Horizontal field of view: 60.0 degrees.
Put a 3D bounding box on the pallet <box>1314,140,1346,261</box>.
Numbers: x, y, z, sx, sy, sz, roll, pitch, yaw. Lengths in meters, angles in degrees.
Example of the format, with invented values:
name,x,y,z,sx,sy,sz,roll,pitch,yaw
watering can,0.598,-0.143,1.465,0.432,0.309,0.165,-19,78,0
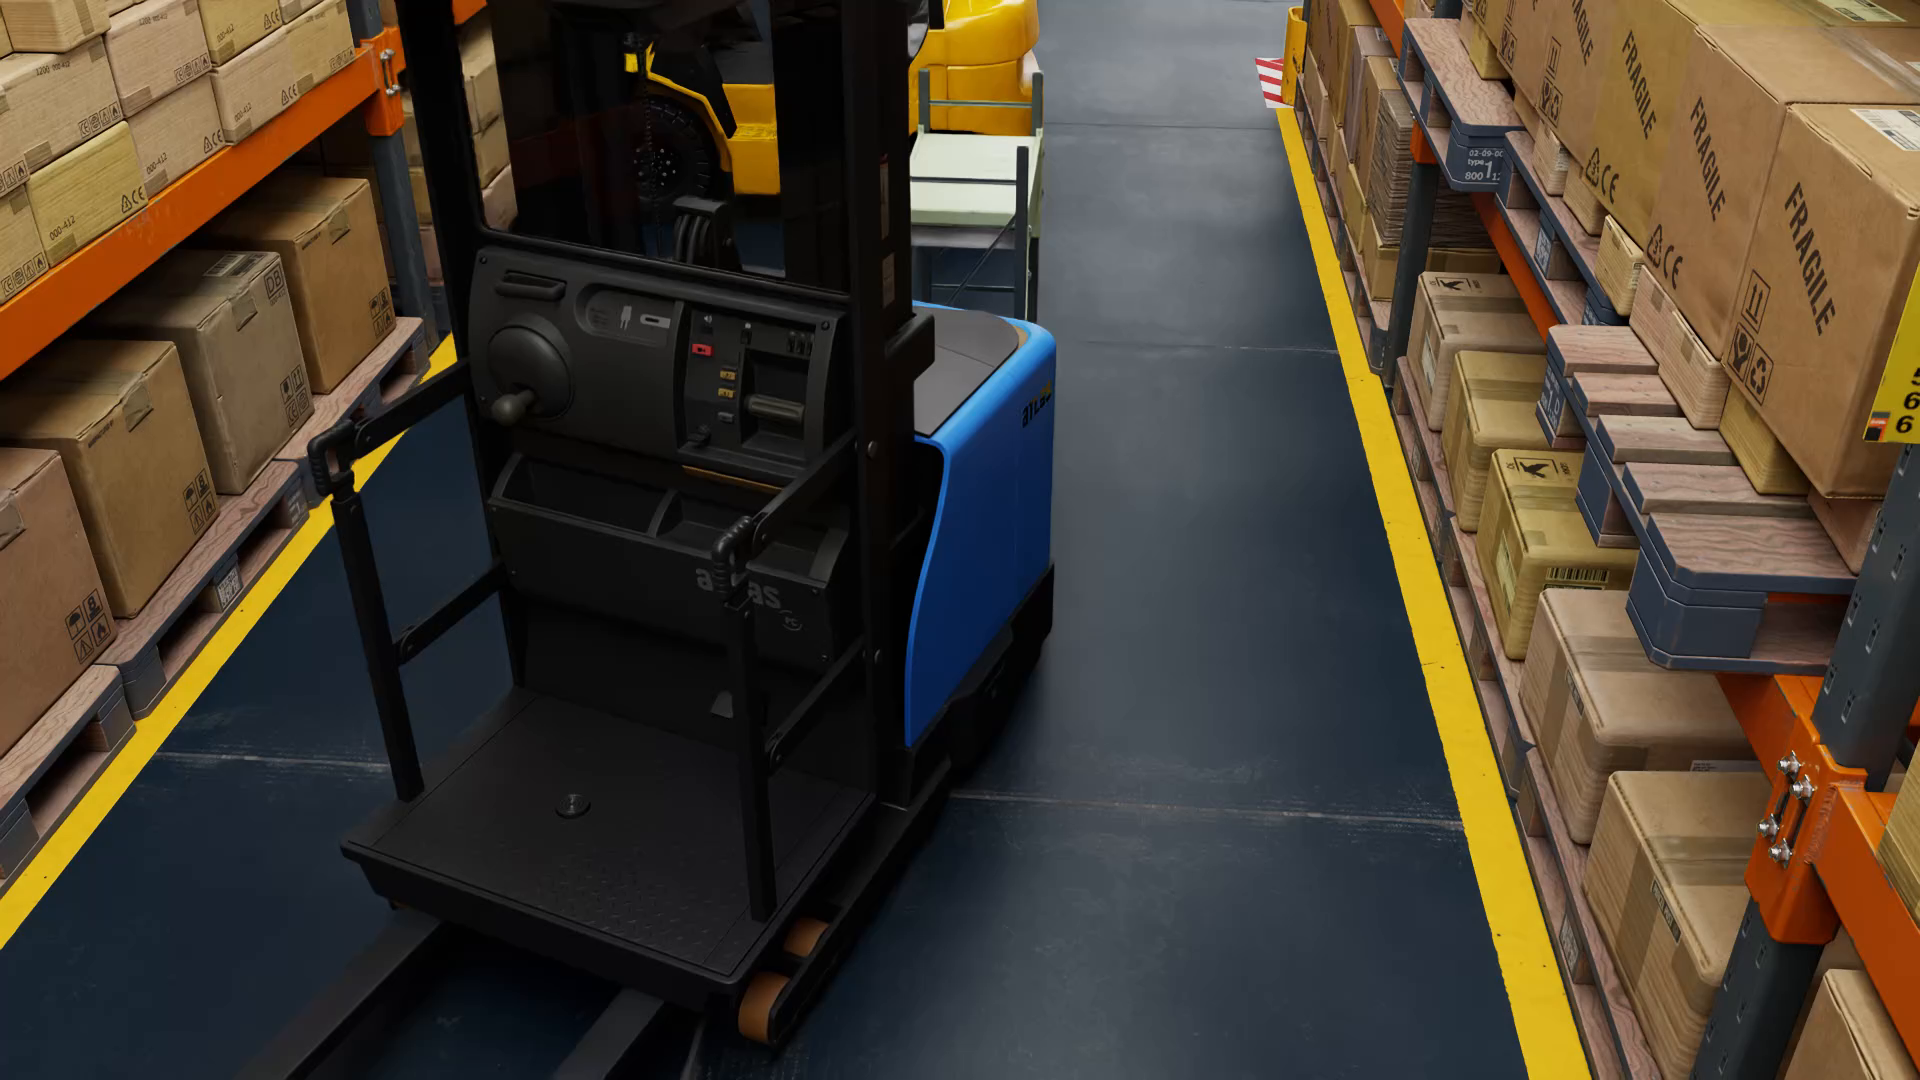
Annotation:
name,x,y,z,sx,sy,sz,roll,pitch,yaw
pallet,2.339,-1.699,8.306,1.003,0.211,1.213,2,32,4

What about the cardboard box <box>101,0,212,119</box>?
name,x,y,z,sx,sy,sz,roll,pitch,yaw
cardboard box,-2.592,-1.449,4.909,0.500,0.250,0.500,3,32,5

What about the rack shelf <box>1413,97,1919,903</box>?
name,x,y,z,sx,sy,sz,roll,pitch,yaw
rack shelf,2.060,-0.542,4.456,1.077,0.370,4.000,2,32,4

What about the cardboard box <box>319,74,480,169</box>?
name,x,y,z,sx,sy,sz,roll,pitch,yaw
cardboard box,-2.372,-1.778,7.043,0.500,0.250,0.500,2,32,3

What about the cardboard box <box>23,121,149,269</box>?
name,x,y,z,sx,sy,sz,roll,pitch,yaw
cardboard box,-2.646,-0.974,4.614,0.500,0.250,0.500,3,32,6

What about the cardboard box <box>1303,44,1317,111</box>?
name,x,y,z,sx,sy,sz,roll,pitch,yaw
cardboard box,2.207,-2.584,9.304,0.500,0.250,0.500,2,32,4

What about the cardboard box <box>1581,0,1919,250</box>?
name,x,y,z,sx,sy,sz,roll,pitch,yaw
cardboard box,1.728,-0.935,3.629,0.500,0.500,0.500,0,32,1

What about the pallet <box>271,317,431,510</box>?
name,x,y,z,sx,sy,sz,roll,pitch,yaw
pallet,-2.746,-0.530,6.409,1.003,0.211,1.213,2,32,4

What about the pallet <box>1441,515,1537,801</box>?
name,x,y,z,sx,sy,sz,roll,pitch,yaw
pallet,2.064,0.340,4.997,1.003,0.211,1.213,2,32,4

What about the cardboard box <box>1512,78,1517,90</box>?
name,x,y,z,sx,sy,sz,roll,pitch,yaw
cardboard box,1.887,-1.409,5.016,0.380,0.149,0.250,4,32,7

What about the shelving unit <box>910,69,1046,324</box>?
name,x,y,z,sx,sy,sz,roll,pitch,yaw
shelving unit,0.031,-0.670,5.407,0.431,1.500,0.755,3,32,5

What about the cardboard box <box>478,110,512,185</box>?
name,x,y,z,sx,sy,sz,roll,pitch,yaw
cardboard box,-2.338,-1.829,7.602,0.500,0.250,0.500,2,32,4

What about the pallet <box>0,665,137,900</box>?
name,x,y,z,sx,sy,sz,roll,pitch,yaw
pallet,-2.944,0.746,4.339,1.003,0.211,1.213,2,32,4

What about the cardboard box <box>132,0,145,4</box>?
name,x,y,z,sx,sy,sz,roll,pitch,yaw
cardboard box,-2.579,-1.696,4.929,0.380,0.149,0.250,2,32,3

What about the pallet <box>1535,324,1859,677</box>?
name,x,y,z,sx,sy,sz,roll,pitch,yaw
pallet,1.849,-0.098,3.233,1.213,0.211,1.003,2,32,4

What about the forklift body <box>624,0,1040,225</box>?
name,x,y,z,sx,sy,sz,roll,pitch,yaw
forklift body,-0.735,-2.765,8.187,2.313,2.155,1.214,2,32,4

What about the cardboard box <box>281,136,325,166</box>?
name,x,y,z,sx,sy,sz,roll,pitch,yaw
cardboard box,-2.877,-1.804,7.085,0.500,0.250,0.500,3,32,5

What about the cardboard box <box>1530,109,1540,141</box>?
name,x,y,z,sx,sy,sz,roll,pitch,yaw
cardboard box,1.803,-1.147,4.591,0.380,0.149,0.250,3,32,4

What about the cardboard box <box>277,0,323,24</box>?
name,x,y,z,sx,sy,sz,roll,pitch,yaw
cardboard box,-2.510,-1.986,5.779,0.500,0.250,0.500,2,32,3

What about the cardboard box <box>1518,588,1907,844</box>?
name,x,y,z,sx,sy,sz,roll,pitch,yaw
cardboard box,2.005,0.456,4.255,0.950,0.372,0.625,2,32,3

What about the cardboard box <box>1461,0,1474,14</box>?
name,x,y,z,sx,sy,sz,roll,pitch,yaw
cardboard box,1.899,-2.009,5.372,0.500,0.500,0.500,3,32,5

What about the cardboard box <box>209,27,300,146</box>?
name,x,y,z,sx,sy,sz,roll,pitch,yaw
cardboard box,-2.540,-1.503,5.472,0.500,0.250,0.500,2,32,4

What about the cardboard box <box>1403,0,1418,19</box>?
name,x,y,z,sx,sy,sz,roll,pitch,yaw
cardboard box,1.959,-2.099,6.536,0.380,0.149,0.250,3,32,5

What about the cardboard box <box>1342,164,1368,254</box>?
name,x,y,z,sx,sy,sz,roll,pitch,yaw
cardboard box,2.037,-1.502,7.549,0.500,0.250,0.500,2,32,3

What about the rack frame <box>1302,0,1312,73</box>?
name,x,y,z,sx,sy,sz,roll,pitch,yaw
rack frame,2.549,-3.986,9.359,1.000,3.000,0.127,2,32,4

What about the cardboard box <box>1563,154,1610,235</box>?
name,x,y,z,sx,sy,sz,roll,pitch,yaw
cardboard box,1.737,-0.869,4.141,0.380,0.149,0.250,1,32,2

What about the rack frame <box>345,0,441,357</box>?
name,x,y,z,sx,sy,sz,roll,pitch,yaw
rack frame,-2.724,-2.104,6.305,1.000,3.000,0.127,2,32,4

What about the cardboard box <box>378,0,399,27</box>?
name,x,y,z,sx,sy,sz,roll,pitch,yaw
cardboard box,-2.428,-2.368,6.638,0.500,0.500,0.500,2,32,3

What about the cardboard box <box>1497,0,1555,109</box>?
name,x,y,z,sx,sy,sz,roll,pitch,yaw
cardboard box,1.805,-1.489,4.529,0.500,0.500,0.500,2,32,4

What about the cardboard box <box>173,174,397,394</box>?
name,x,y,z,sx,sy,sz,roll,pitch,yaw
cardboard box,-2.756,-0.999,6.375,0.875,0.625,0.625,4,32,6

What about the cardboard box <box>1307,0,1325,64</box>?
name,x,y,z,sx,sy,sz,roll,pitch,yaw
cardboard box,2.206,-2.891,9.088,0.500,0.500,0.500,1,32,2

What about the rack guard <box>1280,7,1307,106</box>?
name,x,y,z,sx,sy,sz,roll,pitch,yaw
rack guard,2.543,-2.882,9.950,1.175,0.500,0.348,2,32,4

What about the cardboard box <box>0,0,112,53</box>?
name,x,y,z,sx,sy,sz,roll,pitch,yaw
cardboard box,-2.550,-1.424,4.487,0.380,0.149,0.250,2,32,3

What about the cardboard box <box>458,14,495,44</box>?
name,x,y,z,sx,sy,sz,roll,pitch,yaw
cardboard box,-2.292,-2.305,7.899,0.500,0.250,0.500,3,32,6

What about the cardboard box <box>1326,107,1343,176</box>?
name,x,y,z,sx,sy,sz,roll,pitch,yaw
cardboard box,2.126,-2.032,8.408,0.500,0.250,0.500,5,32,7

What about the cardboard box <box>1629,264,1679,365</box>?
name,x,y,z,sx,sy,sz,roll,pitch,yaw
cardboard box,1.644,-0.464,3.483,0.380,0.149,0.250,1,32,2

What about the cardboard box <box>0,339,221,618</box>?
name,x,y,z,sx,sy,sz,roll,pitch,yaw
cardboard box,-2.886,-0.200,5.079,0.875,0.625,0.625,1,32,2

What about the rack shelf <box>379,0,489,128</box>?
name,x,y,z,sx,sy,sz,roll,pitch,yaw
rack shelf,-2.562,-2.844,8.191,1.077,0.370,4.000,2,32,4

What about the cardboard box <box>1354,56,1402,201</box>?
name,x,y,z,sx,sy,sz,roll,pitch,yaw
cardboard box,2.043,-1.809,7.331,0.500,0.500,0.500,3,32,5

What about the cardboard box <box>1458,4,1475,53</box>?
name,x,y,z,sx,sy,sz,roll,pitch,yaw
cardboard box,1.863,-1.690,5.473,0.380,0.149,0.250,3,32,5

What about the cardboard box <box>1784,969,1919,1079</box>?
name,x,y,z,sx,sy,sz,roll,pitch,yaw
cardboard box,1.758,1.281,2.438,0.875,0.875,0.875,2,32,4

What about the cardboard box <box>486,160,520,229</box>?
name,x,y,z,sx,sy,sz,roll,pitch,yaw
cardboard box,-2.329,-1.617,7.736,0.500,0.250,0.500,2,32,3

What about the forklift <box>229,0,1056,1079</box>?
name,x,y,z,sx,sy,sz,roll,pitch,yaw
forklift,-0.779,-0.340,3.508,1.130,2.935,3.031,13,34,20

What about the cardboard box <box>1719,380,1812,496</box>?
name,x,y,z,sx,sy,sz,roll,pitch,yaw
cardboard box,1.639,-0.199,3.053,0.380,0.149,0.250,3,32,5

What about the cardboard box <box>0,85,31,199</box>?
name,x,y,z,sx,sy,sz,roll,pitch,yaw
cardboard box,-2.668,-0.918,4.047,0.500,0.250,0.500,2,32,3

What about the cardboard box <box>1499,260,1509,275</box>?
name,x,y,z,sx,sy,sz,roll,pitch,yaw
cardboard box,2.540,-1.199,7.058,0.500,0.250,0.500,1,32,2

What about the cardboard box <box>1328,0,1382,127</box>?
name,x,y,z,sx,sy,sz,roll,pitch,yaw
cardboard box,2.119,-2.355,8.219,0.500,0.500,0.500,3,32,5

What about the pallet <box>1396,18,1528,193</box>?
name,x,y,z,sx,sy,sz,roll,pitch,yaw
pallet,2.016,-1.419,5.376,1.003,0.211,1.213,2,32,4

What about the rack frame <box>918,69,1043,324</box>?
name,x,y,z,sx,sy,sz,roll,pitch,yaw
rack frame,0.067,-0.861,5.717,0.400,1.500,0.023,3,32,5

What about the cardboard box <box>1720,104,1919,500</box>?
name,x,y,z,sx,sy,sz,roll,pitch,yaw
cardboard box,1.657,-0.400,2.761,0.500,0.500,0.500,2,32,3

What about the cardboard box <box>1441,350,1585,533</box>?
name,x,y,z,sx,sy,sz,roll,pitch,yaw
cardboard box,2.128,-0.304,5.488,0.950,0.372,0.625,4,32,7
